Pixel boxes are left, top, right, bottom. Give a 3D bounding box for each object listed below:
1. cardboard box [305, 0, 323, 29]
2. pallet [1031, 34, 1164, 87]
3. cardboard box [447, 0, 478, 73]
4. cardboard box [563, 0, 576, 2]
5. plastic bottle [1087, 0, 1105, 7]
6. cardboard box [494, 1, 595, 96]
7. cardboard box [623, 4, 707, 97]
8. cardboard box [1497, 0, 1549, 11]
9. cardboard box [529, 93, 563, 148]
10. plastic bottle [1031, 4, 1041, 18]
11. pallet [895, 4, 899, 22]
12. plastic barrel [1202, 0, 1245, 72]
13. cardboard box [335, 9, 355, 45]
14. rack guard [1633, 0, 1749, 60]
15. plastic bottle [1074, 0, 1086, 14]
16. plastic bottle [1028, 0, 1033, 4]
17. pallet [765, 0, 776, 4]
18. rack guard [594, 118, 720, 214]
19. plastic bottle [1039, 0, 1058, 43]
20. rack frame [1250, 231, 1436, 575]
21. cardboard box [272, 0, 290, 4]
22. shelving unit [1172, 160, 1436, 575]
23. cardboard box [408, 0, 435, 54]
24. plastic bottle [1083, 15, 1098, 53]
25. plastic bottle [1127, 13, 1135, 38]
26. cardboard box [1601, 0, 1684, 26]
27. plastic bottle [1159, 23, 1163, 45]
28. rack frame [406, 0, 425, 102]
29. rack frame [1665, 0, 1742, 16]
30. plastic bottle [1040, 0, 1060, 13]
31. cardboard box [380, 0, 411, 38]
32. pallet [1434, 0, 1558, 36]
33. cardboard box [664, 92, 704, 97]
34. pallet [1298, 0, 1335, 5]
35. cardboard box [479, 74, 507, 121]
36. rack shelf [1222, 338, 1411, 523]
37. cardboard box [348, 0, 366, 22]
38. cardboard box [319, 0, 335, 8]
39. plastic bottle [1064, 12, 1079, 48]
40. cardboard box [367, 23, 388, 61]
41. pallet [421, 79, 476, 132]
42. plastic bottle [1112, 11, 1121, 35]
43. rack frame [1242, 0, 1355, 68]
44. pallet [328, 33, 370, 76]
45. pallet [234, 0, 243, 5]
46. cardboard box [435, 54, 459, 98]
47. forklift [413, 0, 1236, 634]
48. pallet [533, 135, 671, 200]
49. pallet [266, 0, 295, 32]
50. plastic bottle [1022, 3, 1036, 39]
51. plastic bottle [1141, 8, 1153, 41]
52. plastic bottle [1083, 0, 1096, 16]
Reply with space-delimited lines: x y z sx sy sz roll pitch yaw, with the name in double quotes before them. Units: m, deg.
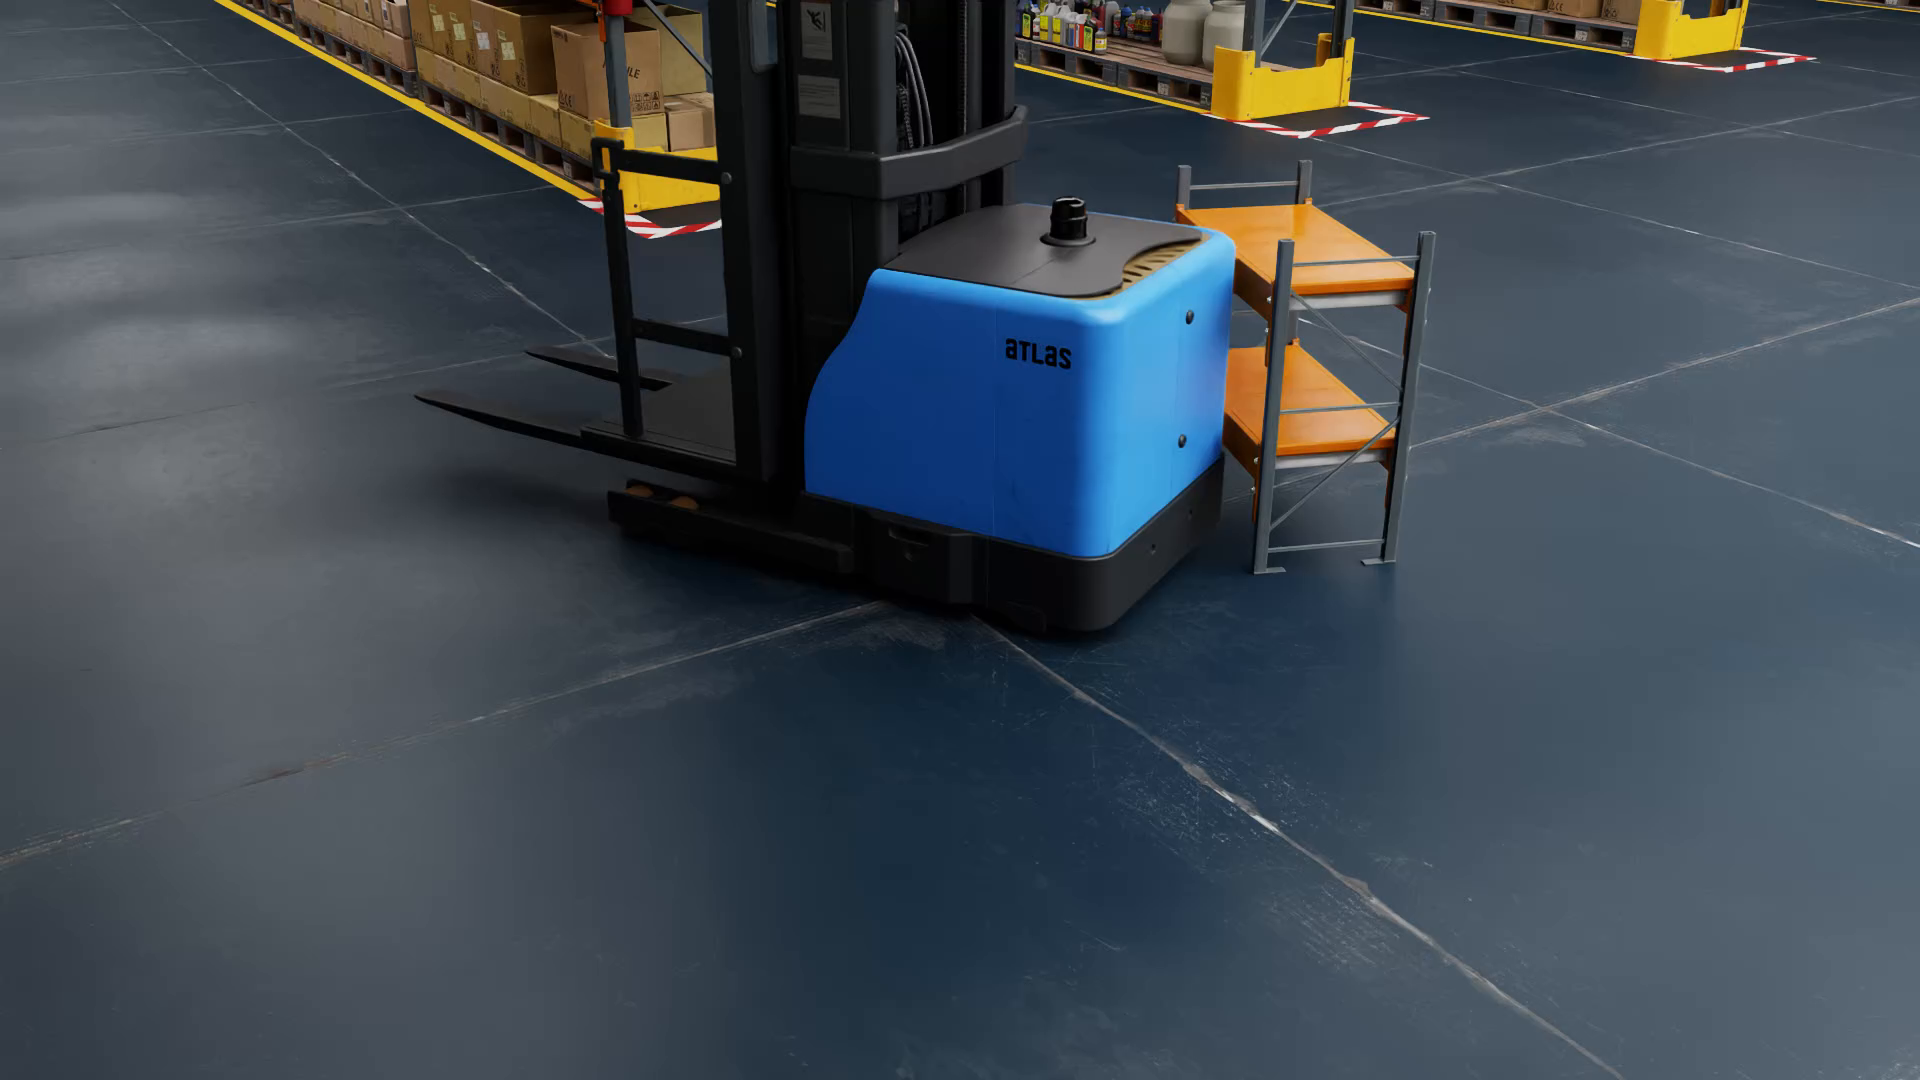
"cardboard box" -5.672 -4.855 15.250 0.500 0.250 0.500 -16 30 -31
"pallet" 1.351 -4.119 14.227 1.003 0.211 1.213 -16 29 -30
"cardboard box" -3.266 -3.602 11.718 0.500 0.500 0.500 -16 29 -30
"cardboard box" -2.543 -3.549 11.605 0.500 0.500 0.500 -16 29 -30
"plastic bottle" 1.223 -4.720 14.823 0.144 0.351 0.185 -16 29 -30
"cardboard box" -2.720 -3.245 10.961 0.500 0.500 0.500 -16 29 -30
"cardboard box" -2.000 -3.190 10.845 0.500 0.500 0.500 -16 29 -30
"cardboard box" 5.675 -5.511 16.346 0.500 0.500 0.500 -13 28 -25
"cardboard box" -2.443 -2.728 10.744 0.500 0.250 0.500 -16 29 -30
"plastic bottle" 0.657 -4.535 14.523 0.097 0.271 0.097 0 25 0
"pallet" -0.112 -5.077 16.258 1.003 0.211 1.213 -16 29 -30
"plastic barrel" 2.109 -3.918 12.958 0.421 0.512 0.421 0 25 0
"cardboard box" -5.103 -4.487 14.470 0.500 0.250 0.500 -15 29 -29
"rack guard" 6.641 -4.687 15.092 1.175 0.500 0.348 -16 29 -30
"plastic bottle" 1.047 -4.836 15.067 0.144 0.351 0.185 -17 30 -32
"plastic bottle" 0.563 -4.716 14.813 0.144 0.351 0.185 -16 29 -30
"pallet" -1.444 -5.950 18.107 1.003 0.211 1.213 -16 29 -30
"rack guard" -1.606 -2.344 10.129 1.175 0.500 0.348 -16 29 -30
"plastic bottle" 0.777 -4.462 14.277 0.144 0.351 0.185 -16 30 -30
"rack frame" 1.215 -0.419 5.320 0.500 1.125 0.032 -5 26 -10
"cardboard box" -6.694 -5.692 16.707 0.500 0.500 0.500 -14 29 -28
"shelving unit" 1.120 -0.632 5.772 0.538 1.125 1.048 -5 26 -10
"cardboard box" -3.812 -3.960 12.476 0.500 0.500 0.500 -16 29 -30
"plastic bottle" 1.084 -4.199 13.797 0.061 0.283 0.133 -15 29 -28
"plastic bottle" 1.508 -4.484 14.498 0.097 0.201 0.097 0 25 0
"cardboard box" 6.356 -5.077 15.426 0.500 0.500 0.500 -10 27 -20
"plastic bottle" 1.747 -4.327 14.165 0.097 0.201 0.097 0 25 0
"rack frame" -3.803 -4.913 12.644 1.000 3.000 0.127 -16 29 -30
"rack frame" 6.682 -5.790 14.501 1.000 3.000 0.127 -16 29 -30
"plastic bottle" 0.821 -4.871 15.141 0.144 0.351 0.185 -16 29 -30
"cardboard box" -4.264 -4.191 13.187 0.500 0.311 0.500 -16 29 -30
"pallet" 5.565 -5.291 16.710 1.003 0.211 1.213 -16 29 -30
"cardboard box" -2.002 -2.851 11.004 0.500 0.250 0.500 -16 29 -30
"pallet" 4.073 -6.238 18.716 1.003 0.211 1.213 -16 29 -30
"cardboard box" -2.989 -3.086 11.502 0.500 0.250 0.500 -16 29 -30
"rack shelf" 1.120 -0.411 5.876 0.538 0.278 1.000 -5 26 -10
"cardboard box" -4.824 -4.555 13.958 0.500 0.311 0.500 -16 29 -30
"cardboard box" -5.377 -4.920 14.729 0.500 0.311 0.500 -16 30 -31
"plastic bottle" 0.972 -4.304 14.028 0.152 0.276 0.135 -16 30 -31
"cardboard box" -4.547 -4.122 13.697 0.500 0.250 0.500 -16 30 -30
"pallet" -3.404 -3.358 12.616 1.003 0.211 1.213 -16 29 -30
"plastic bottle" 1.396 -4.558 14.653 0.097 0.201 0.097 0 25 0
"rack frame" 2.533 -4.636 12.056 1.000 3.000 0.127 -16 29 -30
"pallet" -4.908 -4.344 14.704 1.003 0.211 1.213 -16 29 -30
"pallet" -7.695 -6.232 18.703 1.003 0.211 1.213 -16 29 -30
"cardboard box" -3.535 -3.443 12.259 0.500 0.250 0.500 -16 29 -30
"forklift" -0.634 -1.485 5.463 3.031 2.935 1.130 14 29 27
"pallet" -2.072 -2.485 10.768 1.003 0.211 1.213 -16 29 -30
"pallet" -6.363 -5.359 16.855 1.003 0.211 1.213 -16 29 -30
"plastic bottle" 0.600 -4.515 14.468 0.061 0.283 0.133 -14 29 -27
"plastic bottle" 1.617 -4.445 14.332 0.097 0.271 0.097 0 25 0
"plastic bottle" 1.151 -4.657 14.767 0.061 0.283 0.133 -16 29 -30
